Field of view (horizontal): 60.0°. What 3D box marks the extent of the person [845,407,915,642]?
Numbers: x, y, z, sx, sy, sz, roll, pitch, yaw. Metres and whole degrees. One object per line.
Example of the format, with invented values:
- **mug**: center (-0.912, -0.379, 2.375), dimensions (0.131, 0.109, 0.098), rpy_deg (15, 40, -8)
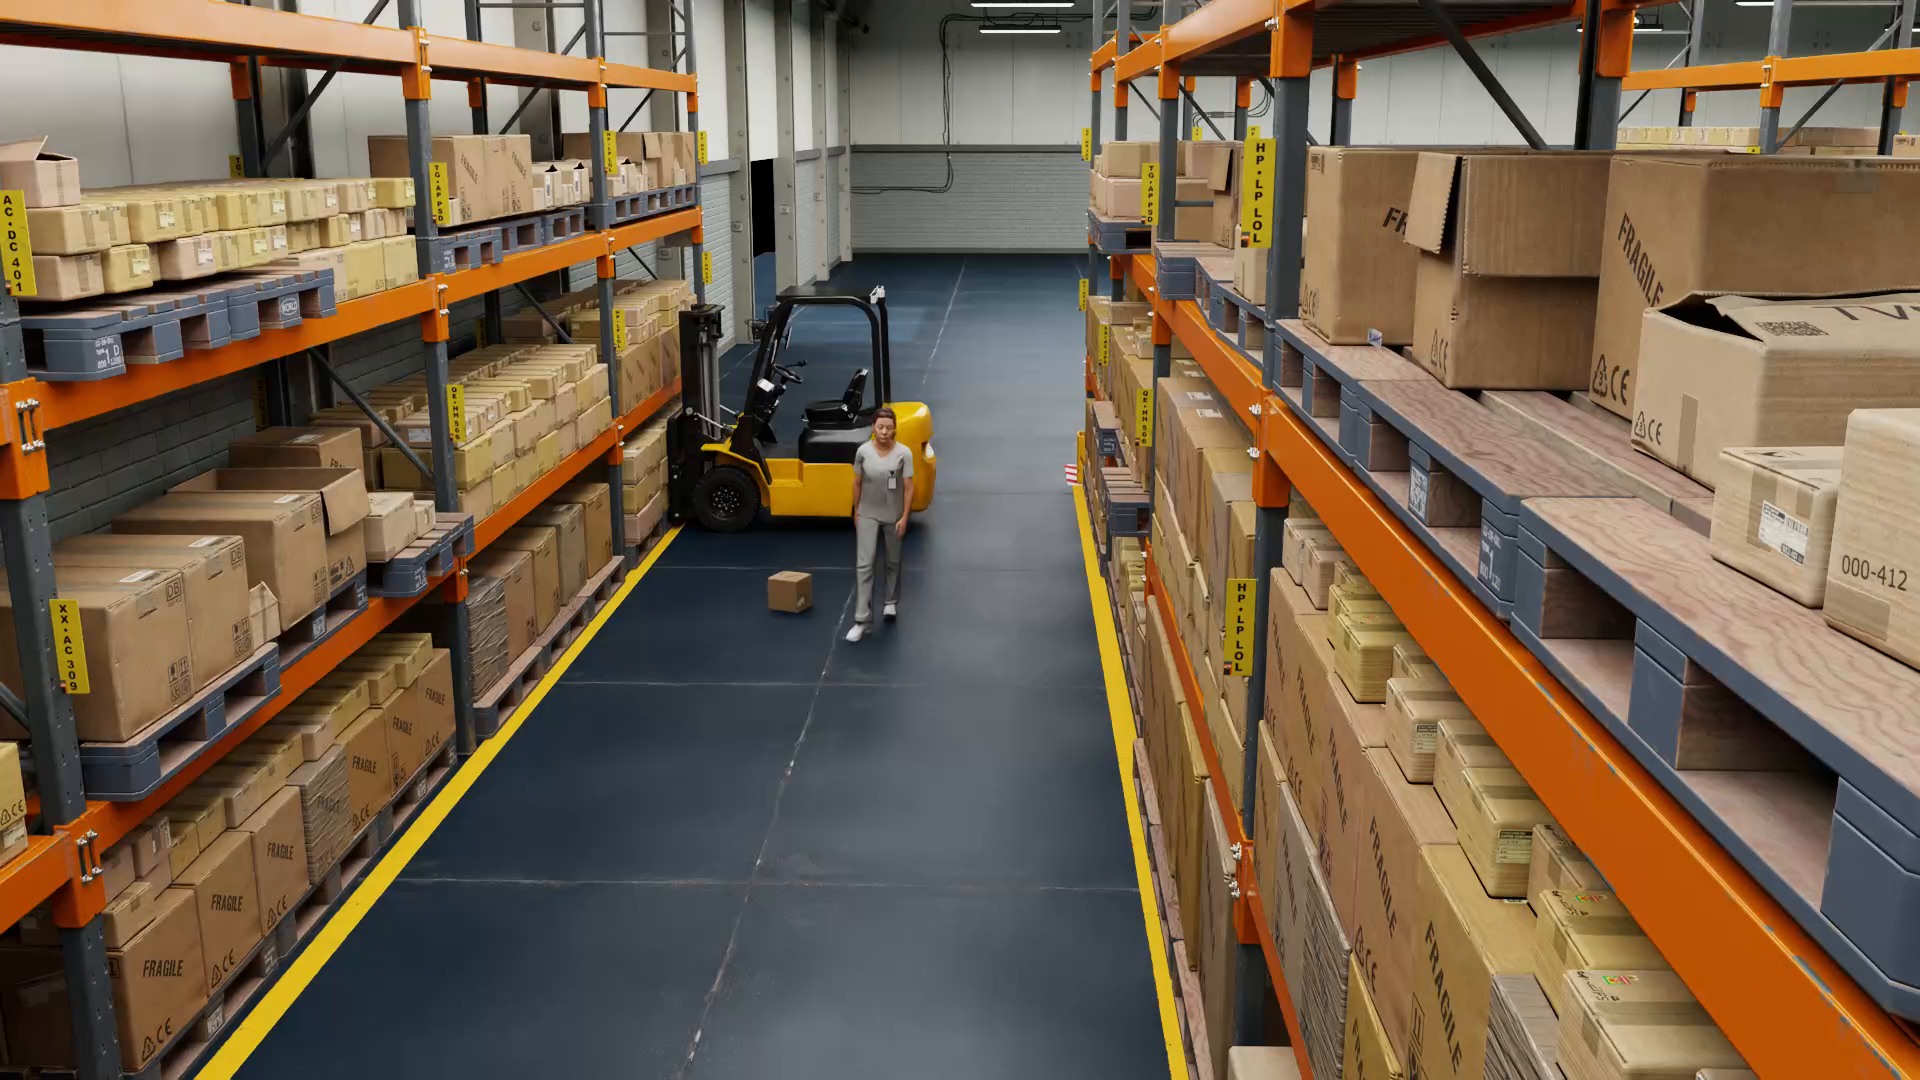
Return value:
- **person**: center (-0.577, -0.162, 12.110), dimensions (0.503, 1.633, 0.888), rpy_deg (0, 14, -1)
